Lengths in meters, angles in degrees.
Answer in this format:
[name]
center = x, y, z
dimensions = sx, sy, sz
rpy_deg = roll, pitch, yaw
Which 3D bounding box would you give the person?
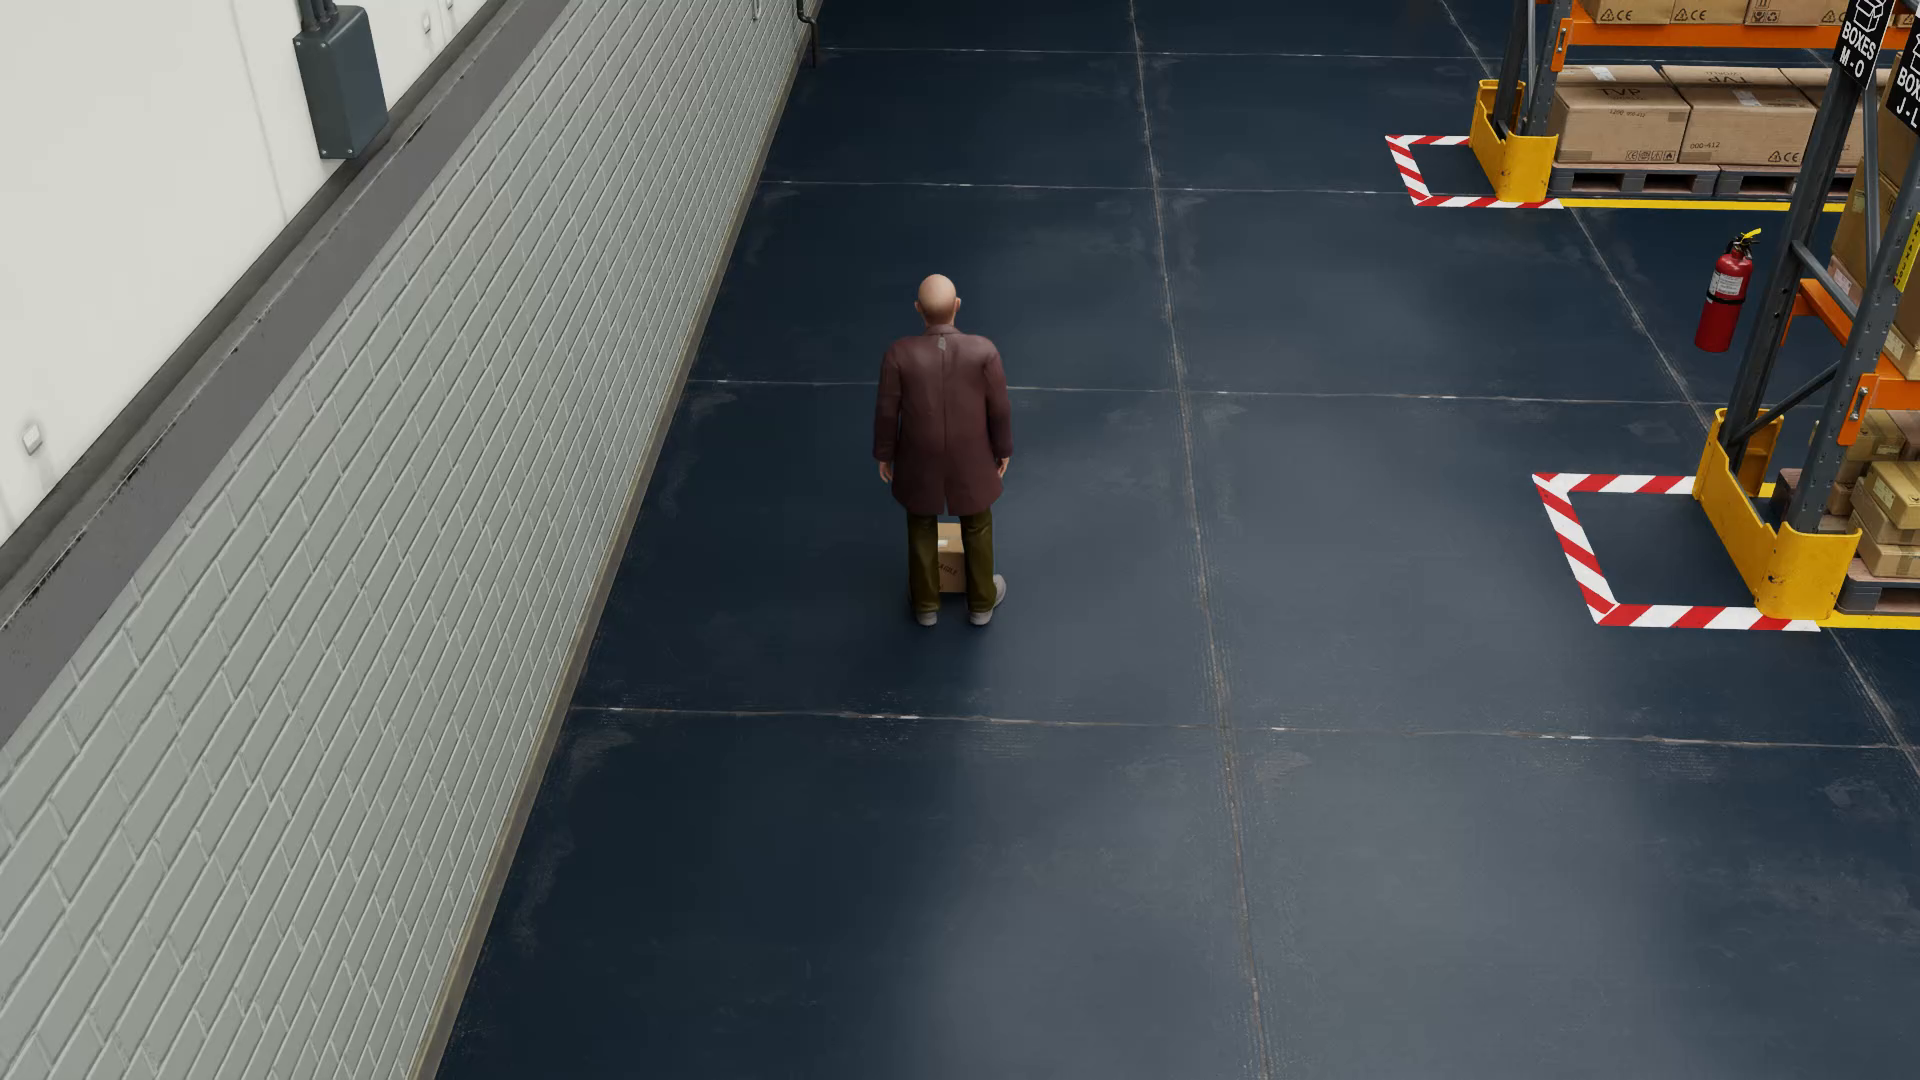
[person]
center = -0.078, -0.392, 7.687
dimensions = 0.653, 1.774, 0.422
rpy_deg = 0, 35, -1
